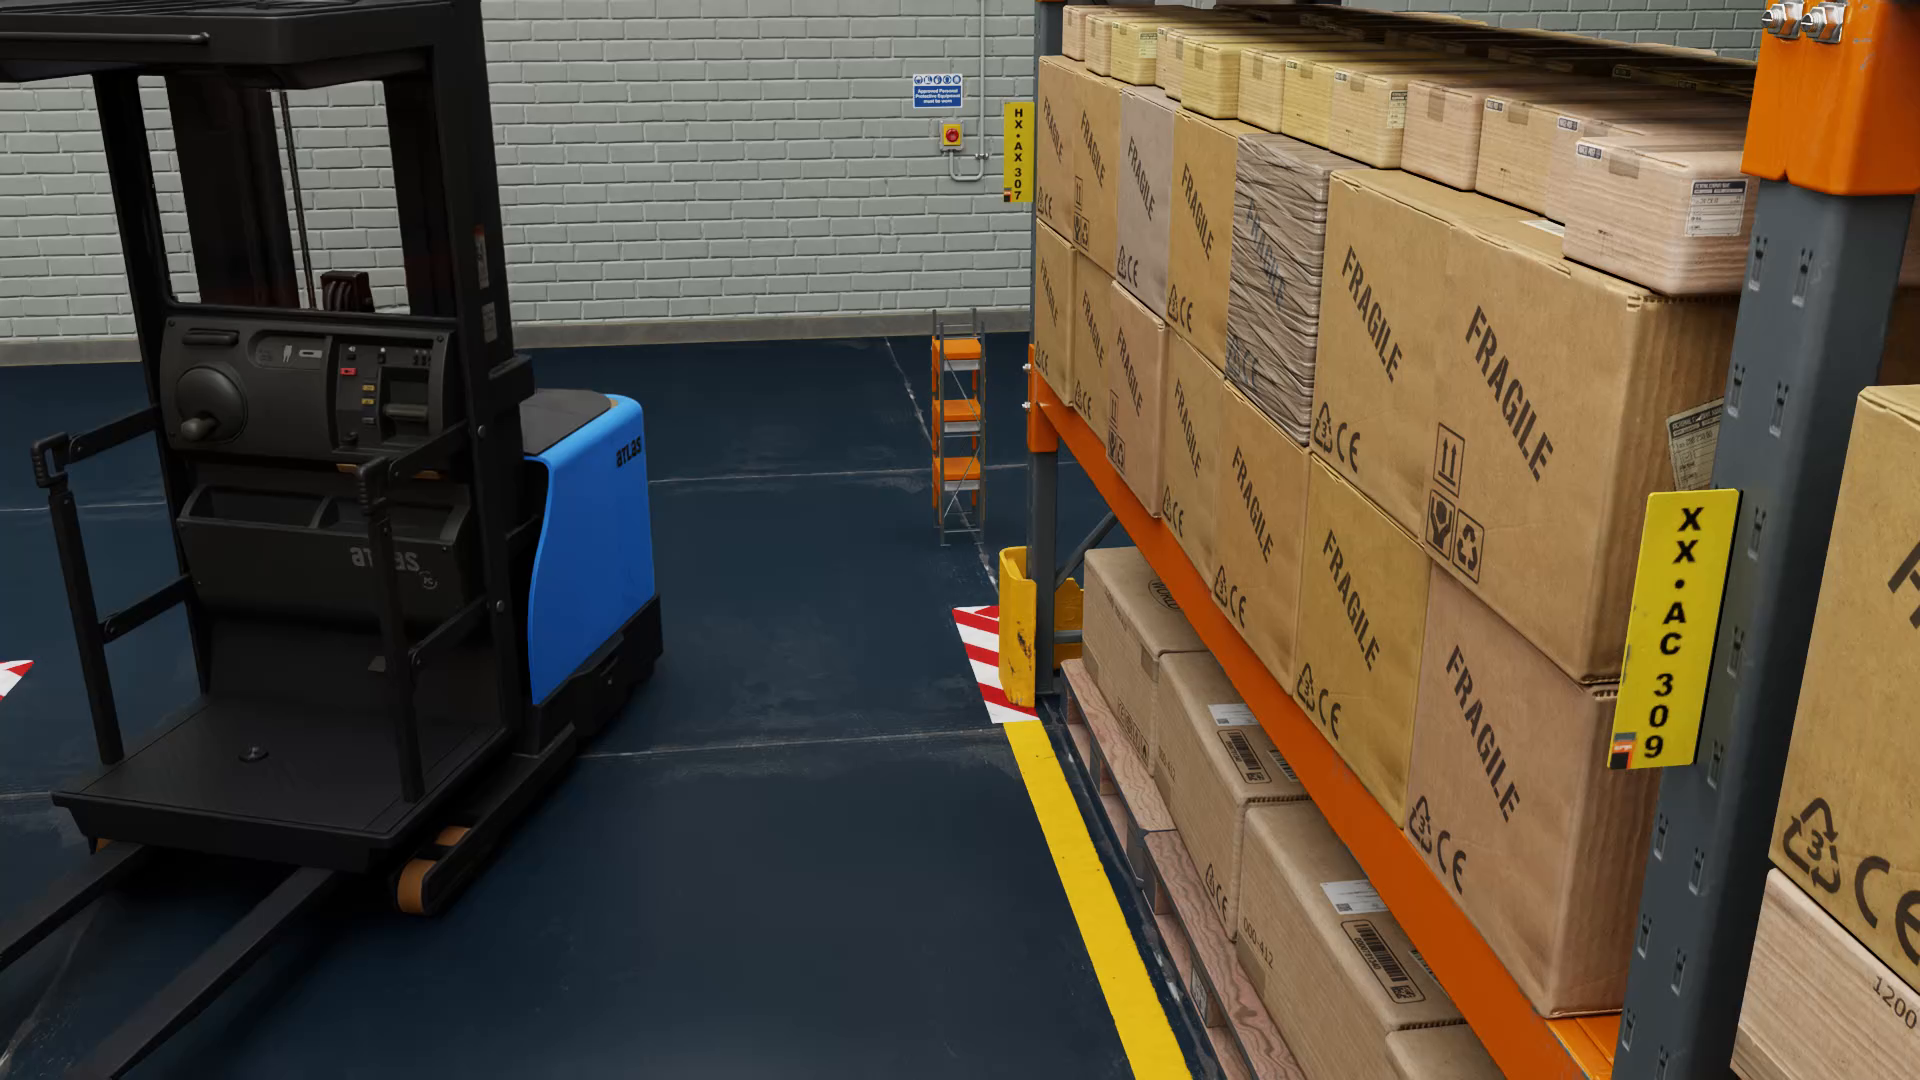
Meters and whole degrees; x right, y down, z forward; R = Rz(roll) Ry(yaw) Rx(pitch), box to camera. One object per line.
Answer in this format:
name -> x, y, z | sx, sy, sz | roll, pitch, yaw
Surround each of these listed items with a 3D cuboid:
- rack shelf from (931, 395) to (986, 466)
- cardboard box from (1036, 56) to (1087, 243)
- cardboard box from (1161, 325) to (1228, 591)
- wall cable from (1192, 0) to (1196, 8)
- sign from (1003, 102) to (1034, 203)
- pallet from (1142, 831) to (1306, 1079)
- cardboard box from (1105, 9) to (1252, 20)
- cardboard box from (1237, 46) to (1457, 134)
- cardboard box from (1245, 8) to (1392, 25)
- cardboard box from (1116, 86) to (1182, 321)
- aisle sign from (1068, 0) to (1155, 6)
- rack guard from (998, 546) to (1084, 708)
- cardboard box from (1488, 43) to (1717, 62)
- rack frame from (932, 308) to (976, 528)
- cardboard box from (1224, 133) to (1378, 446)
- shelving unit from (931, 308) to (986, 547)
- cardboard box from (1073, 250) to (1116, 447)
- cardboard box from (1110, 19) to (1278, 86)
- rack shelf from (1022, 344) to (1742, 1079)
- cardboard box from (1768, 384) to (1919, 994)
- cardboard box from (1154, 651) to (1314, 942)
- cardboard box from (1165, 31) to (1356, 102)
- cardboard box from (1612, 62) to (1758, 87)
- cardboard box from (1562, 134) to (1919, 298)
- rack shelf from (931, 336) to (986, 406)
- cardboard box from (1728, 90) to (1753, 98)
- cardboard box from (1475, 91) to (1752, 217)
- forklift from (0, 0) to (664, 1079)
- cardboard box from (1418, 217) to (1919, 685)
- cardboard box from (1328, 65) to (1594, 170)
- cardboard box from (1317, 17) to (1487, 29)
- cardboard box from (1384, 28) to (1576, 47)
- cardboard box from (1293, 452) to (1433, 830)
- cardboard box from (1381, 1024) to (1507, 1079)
rack shelf -> -0.008, -0.500, 7.586 | 0.215, 0.259, 0.240 | -3, 21, -8
cardboard box -> 0.533, -1.204, 5.081 | 0.500, 0.500, 0.500 | -3, 21, -9
cardboard box -> 0.775, -0.212, 3.855 | 0.500, 0.500, 0.500 | -2, 21, -6
wall cable -> 1.311, -3.372, 11.005 | 0.588, 1.984, 0.122 | -3, 21, -8
sign -> 0.195, -1.286, 5.522 | 0.100, 0.325, 0.005 | -3, 21, -8
pallet -> 1.111, 1.131, 4.386 | 1.003, 0.211, 1.213 | -3, 21, -8
cardboard box -> 0.631, -1.465, 4.851 | 0.380, 0.149, 0.250 | -2, 21, -6
cardboard box -> 0.791, -0.924, 3.405 | 0.380, 0.149, 0.250 | -3, 21, -8
cardboard box -> 1.056, -1.488, 4.913 | 0.380, 0.149, 0.250 | -3, 21, -7
cardboard box -> 0.696, -0.848, 4.127 | 0.500, 0.500, 0.500 | -3, 21, -8
aisle sign -> 0.448, -2.098, 5.330 | 0.394, 0.787, 0.004 | -3, 21, -8
rack guard -> 0.742, 0.293, 6.217 | 1.175, 0.500, 0.348 | -3, 21, -8
cardboard box -> 1.332, -0.954, 3.485 | 0.380, 0.149, 0.250 | -3, 21, -8
rack frame -> -0.025, -0.553, 7.695 | 0.200, 1.050, 0.008 | -3, 21, -8
cardboard box -> 0.833, -0.501, 3.199 | 0.500, 0.500, 0.500 | -3, 21, -7
shelving unit -> -0.008, -0.510, 7.582 | 0.215, 1.050, 0.252 | -3, 21, -8
cardboard box -> 0.631, -0.562, 4.791 | 0.500, 0.500, 0.500 | -3, 21, -9
cardboard box -> 0.611, -1.279, 4.353 | 0.380, 0.149, 0.250 | -4, 21, -10
rack shelf -> 1.034, 0.160, 4.029 | 1.077, 0.370, 4.000 | -3, 21, -8
cardboard box -> 1.101, 0.167, 1.410 | 0.500, 0.500, 0.500 | -3, 21, -7
cardboard box -> 1.080, 0.674, 4.686 | 0.875, 0.438, 0.875 | -2, 21, -6
cardboard box -> 0.695, -1.102, 3.880 | 0.380, 0.149, 0.250 | -3, 21, -7
cardboard box -> 1.417, -0.783, 3.026 | 0.380, 0.149, 0.250 | -4, 21, -9
cardboard box -> 0.963, -0.394, 1.985 | 0.380, 0.149, 0.250 | -3, 21, -9
rack shelf -> -0.008, -0.766, 7.486 | 0.215, 0.259, 0.240 | -3, 21, -8
cardboard box -> 1.402, -0.600, 2.537 | 0.380, 0.149, 0.250 | -3, 21, -8
cardboard box -> 1.006, -0.578, 2.477 | 0.380, 0.149, 0.250 | -3, 21, -8
forklift -> -1.970, -0.431, 4.681 | 1.130, 2.935, 3.031 | 5, 21, 12
cardboard box -> 0.981, -0.149, 2.257 | 0.500, 0.500, 0.500 | -3, 21, -8
cardboard box -> 0.880, -0.749, 2.936 | 0.380, 0.149, 0.250 | -3, 21, -8
cardboard box -> 1.172, -1.313, 4.446 | 0.380, 0.149, 0.250 | -2, 21, -7
cardboard box -> 1.233, -1.135, 3.970 | 0.380, 0.149, 0.250 | -2, 21, -6
cardboard box -> 0.922, 0.143, 2.903 | 0.500, 0.500, 0.500 | -3, 21, -9
cardboard box -> 1.338, 1.296, 3.020 | 0.875, 0.438, 0.875 | -3, 21, -9
